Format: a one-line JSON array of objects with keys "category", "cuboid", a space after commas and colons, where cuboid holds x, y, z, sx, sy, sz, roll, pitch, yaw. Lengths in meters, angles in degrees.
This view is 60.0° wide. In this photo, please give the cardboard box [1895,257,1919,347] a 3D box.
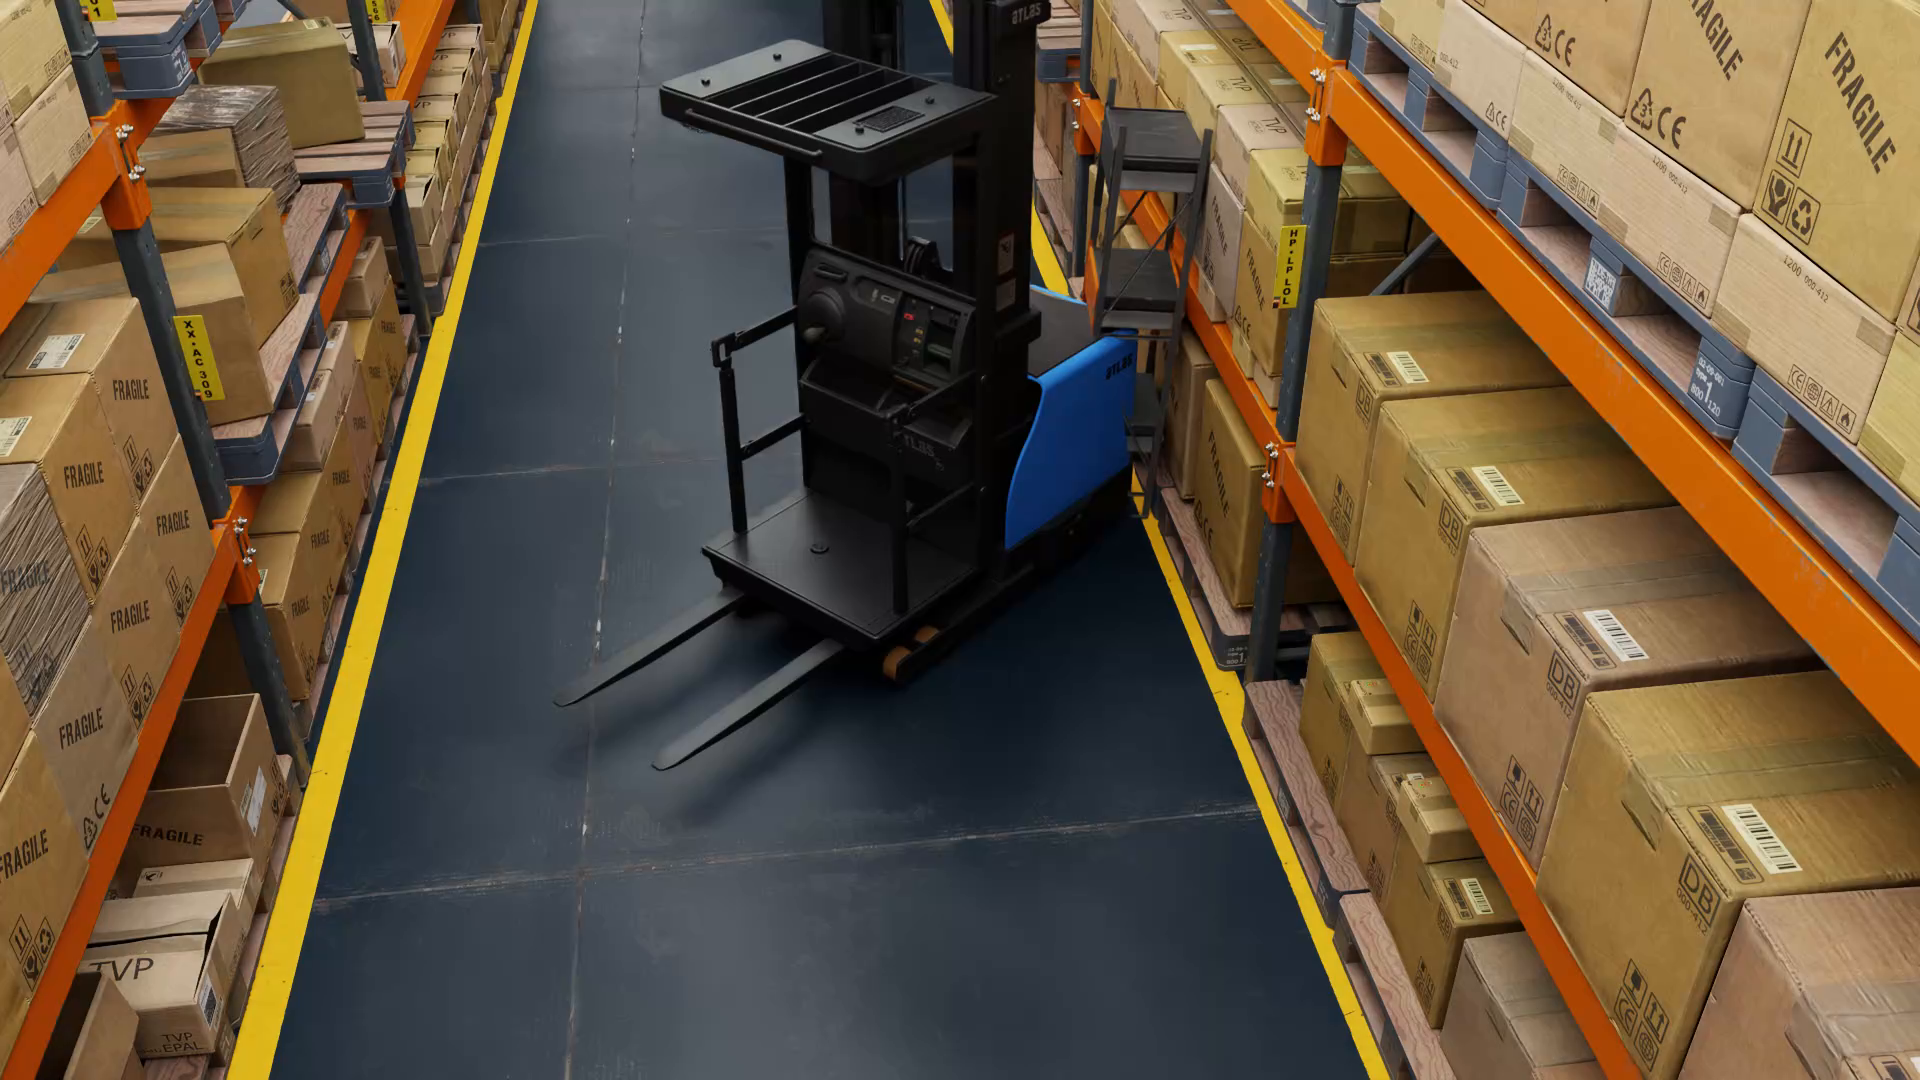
[{"category": "cardboard box", "cuboid": [1.915, -0.457, 2.599, 0.500, 0.500, 0.500, -4, 35, -7]}]

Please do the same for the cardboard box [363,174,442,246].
[{"category": "cardboard box", "cuboid": [-3.480, -2.037, 10.147, 0.500, 0.311, 0.500, -3, 34, -5]}]

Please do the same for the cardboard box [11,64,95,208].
[{"category": "cardboard box", "cuboid": [-2.834, -1.148, 4.741, 0.500, 0.250, 0.500, -4, 35, -6]}]

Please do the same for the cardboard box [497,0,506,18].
[{"category": "cardboard box", "cuboid": [-4.066, -4.594, 13.730, 0.500, 0.500, 0.500, -4, 35, -6]}]

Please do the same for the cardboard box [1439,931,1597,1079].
[{"category": "cardboard box", "cuboid": [1.955, 1.550, 5.159, 0.700, 0.500, 0.500, -5, 35, -8]}]

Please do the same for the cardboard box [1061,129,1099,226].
[{"category": "cardboard box", "cuboid": [1.059, -2.378, 10.905, 0.700, 0.500, 0.500, -4, 34, -6]}]

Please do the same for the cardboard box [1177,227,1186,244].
[{"category": "cardboard box", "cuboid": [1.268, -1.532, 8.040, 0.380, 0.149, 0.250, -3, 34, -5]}]

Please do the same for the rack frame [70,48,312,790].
[{"category": "rack frame", "cuboid": [-3.163, -0.222, 5.912, 1.000, 3.000, 0.127, -4, 35, -6]}]

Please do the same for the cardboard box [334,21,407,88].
[{"category": "cardboard box", "cuboid": [-3.629, -2.931, 9.966, 0.500, 0.311, 0.500, -5, 35, -7]}]

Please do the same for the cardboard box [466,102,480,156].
[{"category": "cardboard box", "cuboid": [-3.760, -2.946, 11.978, 0.500, 0.250, 0.500, -4, 34, -5]}]

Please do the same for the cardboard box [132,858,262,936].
[{"category": "cardboard box", "cuboid": [-2.695, 1.276, 5.855, 0.380, 0.149, 0.250, -4, 35, -6]}]

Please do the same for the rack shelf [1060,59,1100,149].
[{"category": "rack shelf", "cuboid": [0.939, -3.650, 11.581, 1.077, 0.370, 4.000, -4, 35, -6]}]

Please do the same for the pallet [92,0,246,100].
[{"category": "pallet", "cuboid": [-3.181, -1.753, 5.662, 1.213, 0.211, 1.003, -4, 35, -6]}]

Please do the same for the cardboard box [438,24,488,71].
[{"category": "cardboard box", "cuboid": [-3.900, -3.751, 12.661, 0.500, 0.311, 0.500, -4, 35, -6]}]

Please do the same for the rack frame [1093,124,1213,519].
[{"category": "rack frame", "cuboid": [0.815, -0.940, 7.740, 0.400, 2.100, 0.015, 2, 38, -3]}]

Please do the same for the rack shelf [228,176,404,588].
[{"category": "rack shelf", "cuboid": [-3.432, -1.040, 7.752, 1.077, 0.370, 4.000, -4, 35, -6]}]

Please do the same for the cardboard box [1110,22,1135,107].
[{"category": "cardboard box", "cuboid": [1.080, -2.420, 8.767, 0.500, 0.500, 0.500, -3, 34, -5]}]

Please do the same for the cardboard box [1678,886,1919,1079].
[{"category": "cardboard box", "cuboid": [2.205, 1.225, 3.522, 0.980, 0.700, 0.700, -3, 34, -4]}]

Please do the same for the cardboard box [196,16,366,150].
[{"category": "cardboard box", "cuboid": [-3.504, -2.326, 8.538, 0.700, 0.500, 0.500, -16, 37, -22]}]

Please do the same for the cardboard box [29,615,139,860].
[{"category": "cardboard box", "cuboid": [-2.699, 0.571, 4.660, 0.500, 0.500, 0.500, -4, 34, -5]}]

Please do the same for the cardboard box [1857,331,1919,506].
[{"category": "cardboard box", "cuboid": [1.922, -0.148, 2.811, 0.500, 0.250, 0.500, -3, 34, -5]}]

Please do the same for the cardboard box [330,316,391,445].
[{"category": "cardboard box", "cuboid": [-3.273, -0.810, 8.604, 0.500, 0.500, 0.500, -6, 35, -8]}]

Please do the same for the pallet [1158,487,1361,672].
[{"category": "pallet", "cuboid": [1.567, 0.128, 7.874, 1.003, 0.211, 1.213, -4, 35, -6]}]

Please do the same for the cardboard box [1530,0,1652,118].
[{"category": "cardboard box", "cuboid": [1.711, -1.321, 3.866, 0.500, 0.500, 0.500, -4, 34, -6]}]

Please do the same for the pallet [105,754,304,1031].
[{"category": "pallet", "cuboid": [-3.071, 1.314, 6.135, 1.003, 0.211, 1.213, -4, 35, -6]}]

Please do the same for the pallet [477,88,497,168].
[{"category": "pallet", "cuboid": [-4.101, -3.126, 12.649, 1.003, 0.211, 1.213, -4, 35, -6]}]

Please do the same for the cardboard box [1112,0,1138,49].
[{"category": "cardboard box", "cuboid": [1.086, -2.741, 8.572, 0.500, 0.250, 0.500, -5, 35, -7]}]

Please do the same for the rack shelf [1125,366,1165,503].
[{"category": "rack shelf", "cuboid": [0.767, -0.534, 8.374, 0.431, 0.518, 0.480, 2, 38, -3]}]

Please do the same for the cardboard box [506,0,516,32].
[{"category": "cardboard box", "cuboid": [-4.125, -4.564, 14.352, 0.500, 0.250, 0.500, -4, 35, -6]}]

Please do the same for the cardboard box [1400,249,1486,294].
[{"category": "cardboard box", "cuboid": [1.933, -1.047, 6.752, 0.500, 0.500, 0.500, -6, 35, -8]}]

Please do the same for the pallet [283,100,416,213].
[{"category": "pallet", "cuboid": [-3.540, -2.002, 8.694, 1.213, 0.211, 1.003, -4, 35, -6]}]

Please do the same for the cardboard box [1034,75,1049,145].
[{"category": "cardboard box", "cuboid": [0.933, -3.230, 12.155, 0.700, 0.500, 0.500, -4, 34, -6]}]

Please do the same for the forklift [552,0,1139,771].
[{"category": "forklift", "cuboid": [-0.465, -0.897, 6.963, 1.130, 2.935, 3.031, 25, 42, 32]}]

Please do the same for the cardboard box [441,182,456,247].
[{"category": "cardboard box", "cuboid": [-3.549, -2.086, 10.716, 0.500, 0.250, 0.500, -5, 35, -8]}]

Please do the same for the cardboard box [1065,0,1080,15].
[{"category": "cardboard box", "cuboid": [1.032, -3.626, 10.427, 0.700, 0.500, 0.500, -8, 35, -11]}]

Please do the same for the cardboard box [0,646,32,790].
[{"category": "cardboard box", "cuboid": [-2.633, 0.434, 3.973, 0.500, 0.500, 0.500, -5, 35, -7]}]

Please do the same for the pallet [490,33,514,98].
[{"category": "pallet", "cuboid": [-4.304, -3.981, 13.904, 1.003, 0.211, 1.213, -4, 35, -6]}]

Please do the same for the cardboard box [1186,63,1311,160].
[{"category": "cardboard box", "cuboid": [1.301, -1.893, 7.328, 0.500, 0.250, 0.500, -4, 34, -5]}]

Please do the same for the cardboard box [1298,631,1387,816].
[{"category": "cardboard box", "cuboid": [1.744, 0.686, 6.427, 0.700, 0.500, 0.500, -4, 34, -6]}]

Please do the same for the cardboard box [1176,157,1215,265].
[{"category": "cardboard box", "cuboid": [1.296, -1.575, 7.527, 0.500, 0.500, 0.500, -4, 35, -6]}]

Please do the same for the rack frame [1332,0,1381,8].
[{"category": "rack frame", "cuboid": [1.746, -3.078, 4.776, 1.000, 3.000, 0.127, -4, 35, -6]}]

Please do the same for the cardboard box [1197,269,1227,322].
[{"category": "cardboard box", "cuboid": [1.278, -1.101, 7.407, 0.380, 0.149, 0.250, -4, 35, -6]}]

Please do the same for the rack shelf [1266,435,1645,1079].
[{"category": "rack shelf", "cuboid": [2.014, 0.814, 5.030, 1.077, 0.370, 4.000, -4, 35, -6]}]

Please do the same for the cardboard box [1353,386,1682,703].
[{"category": "cardboard box", "cuboid": [1.895, -0.011, 5.337, 0.980, 0.700, 0.700, -5, 35, -8]}]

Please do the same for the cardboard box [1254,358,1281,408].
[{"category": "cardboard box", "cuboid": [1.420, -0.671, 6.776, 0.380, 0.149, 0.250, -4, 34, -6]}]

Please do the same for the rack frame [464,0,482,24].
[{"category": "rack frame", "cuboid": [-4.239, -4.686, 12.463, 1.000, 3.000, 0.127, -4, 35, -6]}]

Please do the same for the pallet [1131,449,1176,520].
[{"category": "pallet", "cuboid": [1.400, -0.554, 8.875, 1.003, 0.211, 1.213, -4, 35, -6]}]

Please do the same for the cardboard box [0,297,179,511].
[{"category": "cardboard box", "cuboid": [-2.838, -0.414, 5.217, 0.500, 0.500, 0.500, -4, 34, -6]}]

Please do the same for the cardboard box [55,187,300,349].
[{"category": "cardboard box", "cuboid": [-3.160, -1.097, 6.734, 0.700, 0.500, 0.500, 1, 34, 1]}]

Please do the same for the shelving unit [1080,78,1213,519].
[{"category": "shelving unit", "cuboid": [0.810, -1.092, 7.930, 0.431, 2.100, 0.503, 2, 38, -3]}]

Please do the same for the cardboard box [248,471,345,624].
[{"category": "cardboard box", "cuboid": [-3.069, 0.044, 7.350, 0.500, 0.500, 0.500, -4, 34, -6]}]

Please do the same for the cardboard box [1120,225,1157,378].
[{"category": "cardboard box", "cuboid": [1.288, -1.207, 8.893, 0.750, 0.750, 0.750, -5, 35, -7]}]

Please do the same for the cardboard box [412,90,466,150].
[{"category": "cardboard box", "cuboid": [-3.695, -2.901, 11.415, 0.500, 0.311, 0.500, -5, 35, -7]}]

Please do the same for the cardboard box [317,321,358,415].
[{"category": "cardboard box", "cuboid": [-3.189, -0.807, 7.933, 0.500, 0.250, 0.500, -5, 35, -7]}]

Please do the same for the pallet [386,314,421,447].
[{"category": "pallet", "cuboid": [-3.638, -0.882, 9.357, 1.003, 0.211, 1.213, -4, 35, -6]}]

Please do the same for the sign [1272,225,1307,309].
[{"category": "sign", "cuboid": [1.209, -0.998, 6.093, 0.100, 0.325, 0.005, -4, 35, -6]}]

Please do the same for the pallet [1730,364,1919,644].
[{"category": "pallet", "cuboid": [2.173, 0.017, 2.976, 1.003, 0.211, 1.213, -4, 35, -6]}]

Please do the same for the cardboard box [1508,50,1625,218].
[{"category": "cardboard box", "cuboid": [1.708, -1.015, 4.083, 0.500, 0.250, 0.500, -5, 35, -8]}]
